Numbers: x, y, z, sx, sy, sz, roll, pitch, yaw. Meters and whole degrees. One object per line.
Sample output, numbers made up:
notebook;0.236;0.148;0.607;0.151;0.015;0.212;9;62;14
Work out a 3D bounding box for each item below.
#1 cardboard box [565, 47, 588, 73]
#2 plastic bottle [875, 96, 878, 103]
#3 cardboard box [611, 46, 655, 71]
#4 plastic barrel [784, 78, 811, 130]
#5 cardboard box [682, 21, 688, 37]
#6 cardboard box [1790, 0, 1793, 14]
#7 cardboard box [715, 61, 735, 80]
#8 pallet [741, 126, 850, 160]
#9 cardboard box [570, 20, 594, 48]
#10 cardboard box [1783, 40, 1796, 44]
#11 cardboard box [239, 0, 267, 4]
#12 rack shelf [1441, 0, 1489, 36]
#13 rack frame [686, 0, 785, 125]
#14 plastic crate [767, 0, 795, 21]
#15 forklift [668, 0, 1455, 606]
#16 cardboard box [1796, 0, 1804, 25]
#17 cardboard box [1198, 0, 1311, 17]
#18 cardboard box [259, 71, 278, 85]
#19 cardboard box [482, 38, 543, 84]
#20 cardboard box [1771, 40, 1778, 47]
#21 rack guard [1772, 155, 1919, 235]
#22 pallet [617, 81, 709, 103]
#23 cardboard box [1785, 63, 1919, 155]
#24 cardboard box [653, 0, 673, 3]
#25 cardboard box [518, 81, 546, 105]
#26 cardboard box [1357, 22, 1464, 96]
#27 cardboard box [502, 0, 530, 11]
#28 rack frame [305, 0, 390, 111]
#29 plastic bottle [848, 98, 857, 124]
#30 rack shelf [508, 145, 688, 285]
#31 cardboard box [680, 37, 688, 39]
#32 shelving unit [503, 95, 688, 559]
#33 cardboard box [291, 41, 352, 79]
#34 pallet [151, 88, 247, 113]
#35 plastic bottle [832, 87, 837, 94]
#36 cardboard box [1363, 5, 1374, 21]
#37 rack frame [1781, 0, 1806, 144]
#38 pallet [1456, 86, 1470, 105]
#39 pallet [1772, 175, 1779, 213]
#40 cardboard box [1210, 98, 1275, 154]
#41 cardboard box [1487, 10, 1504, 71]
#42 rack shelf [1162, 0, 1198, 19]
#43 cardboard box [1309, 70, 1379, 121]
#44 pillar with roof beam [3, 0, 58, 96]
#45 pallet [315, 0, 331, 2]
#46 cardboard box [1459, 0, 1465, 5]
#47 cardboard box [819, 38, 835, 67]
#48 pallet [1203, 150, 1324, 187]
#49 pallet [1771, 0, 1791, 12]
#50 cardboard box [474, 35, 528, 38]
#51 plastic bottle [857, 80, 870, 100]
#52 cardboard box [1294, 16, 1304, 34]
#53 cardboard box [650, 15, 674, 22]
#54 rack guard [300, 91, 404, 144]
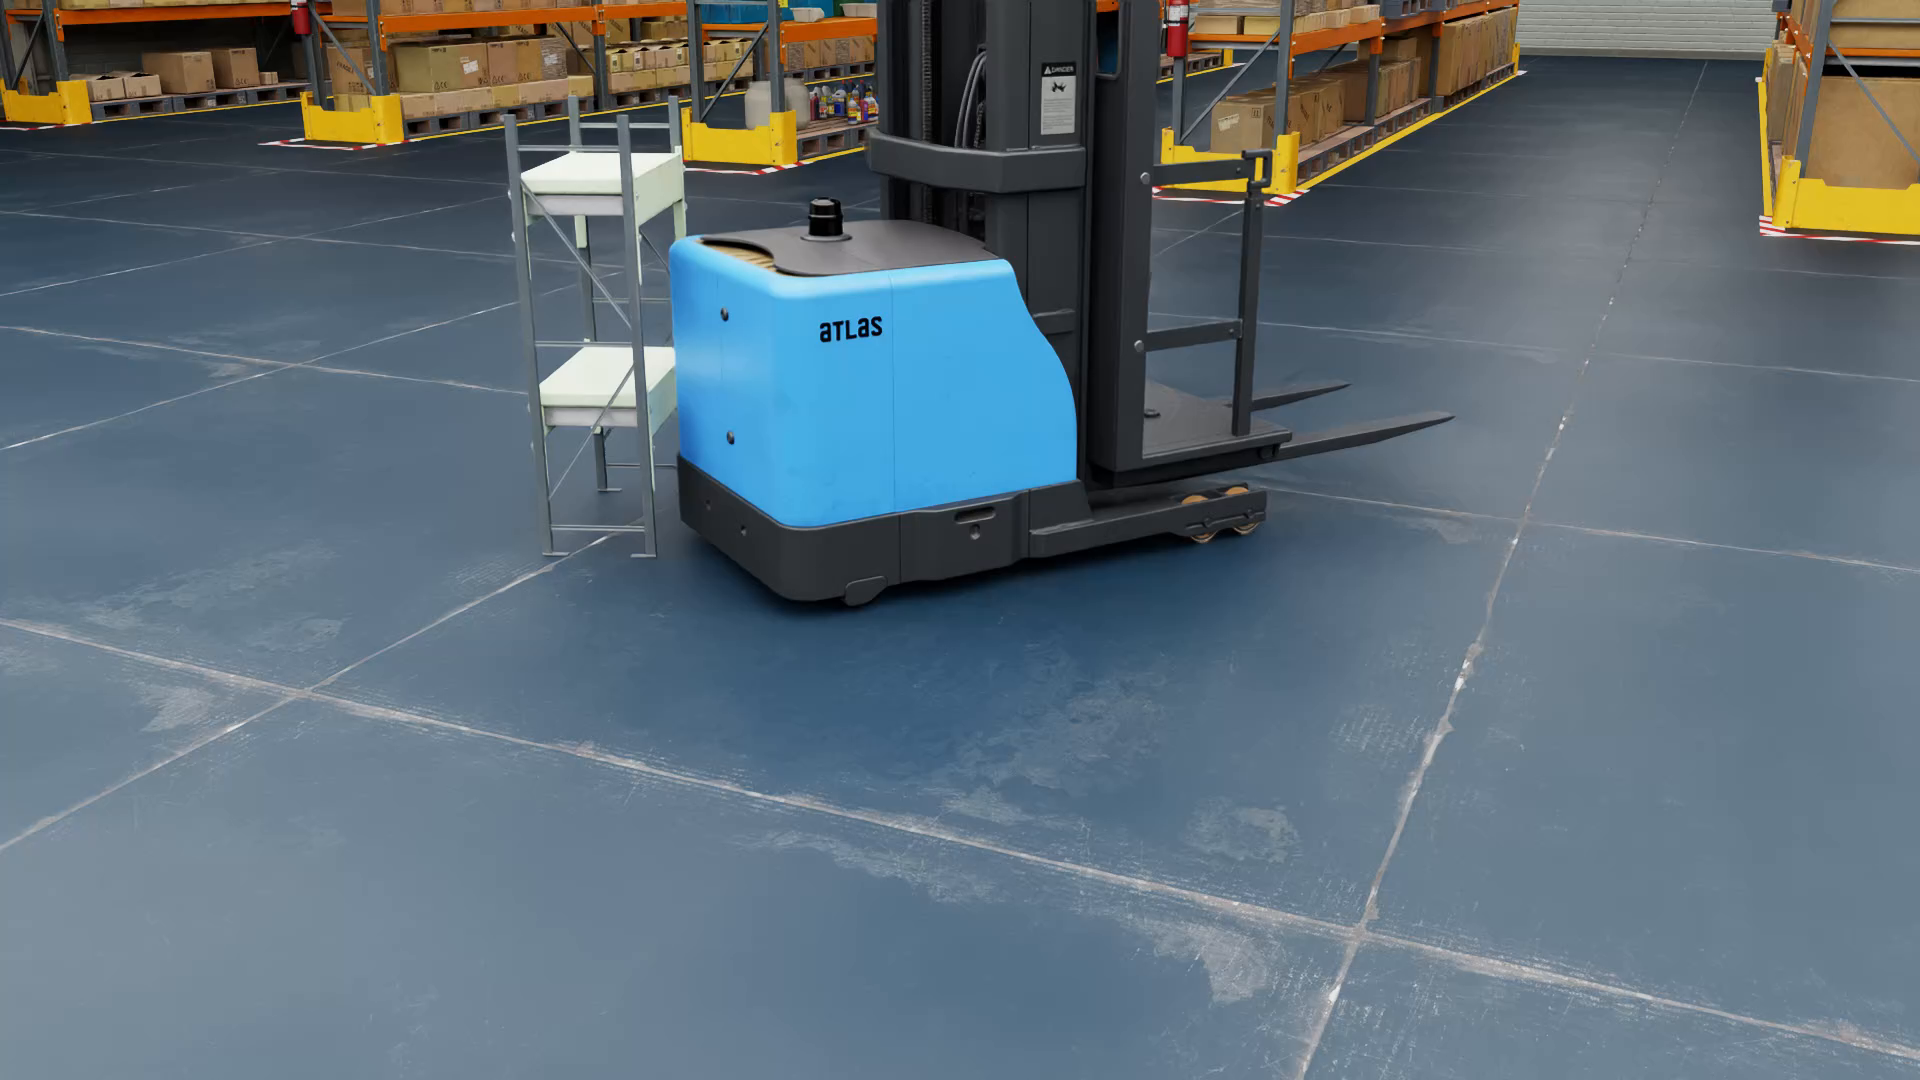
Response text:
cardboard box;-5.161;-6.410;22.156;0.500;0.311;0.500;9;21;23
plastic bottle;-0.894;-4.807;18.425;0.097;0.271;0.097;0;20;0
cardboard box;-4.459;-6.491;22.384;0.500;0.311;0.500;8;21;22
plastic barrel;-1.780;-4.567;17.421;0.421;0.512;0.421;0;20;0
cardboard box;-5.489;-9.749;32.008;0.700;0.500;0.500;9;22;24
cardboard box;9.663;-6.178;18.715;0.500;0.500;0.500;9;21;23
cardboard box;-3.628;-6.853;24.239;0.500;0.250;0.500;8;21;22
pallet;-1.860;-4.140;17.295;1.003;0.211;1.213;9;21;23
cardboard box;-6.819;-8.901;29.101;0.750;0.750;0.750;9;22;24
cardboard box;10.134;-5.850;19.925;0.500;0.250;0.500;8;21;21
cardboard box;-9.715;-7.360;22.381;0.500;0.250;0.500;9;21;23
rack shelf;6.428;-7.215;22.853;1.077;0.370;4.000;9;21;23
rack frame;-2.185;-5.177;16.048;1.000;3.000;0.127;9;21;23
plastic crate;-1.982;-5.498;17.175;0.499;0.251;0.408;9;21;23
forklift;0.526;-1.514;5.853;3.031;2.935;1.130;-11;22;-28
cardboard box;8.425;-5.252;16.110;0.500;0.500;0.500;8;21;22
cardboard box;2.583;-4.849;14.533;0.875;0.500;0.500;9;21;23
cardboard box;-9.778;-6.463;23.238;0.380;0.166;0.250;6;20;16
cardboard box;-5.472;-5.859;20.326;0.500;0.500;0.500;9;21;23
cardboard box;12.844;-7.698;25.878;0.380;0.149;0.250;8;21;20
rack guard;6.807;-2.600;12.535;1.175;0.500;0.348;9;21;23
pallet;-4.301;-6.371;23.569;1.003;0.211;1.213;9;21;23
cardboard box;7.393;-3.468;13.788;0.875;0.875;0.875;8;21;22
cardboard box;-4.315;-7.674;22.921;0.500;0.500;0.500;9;21;23
cardboard box;-5.461;-5.504;20.447;0.500;0.250;0.500;9;21;23
cardboard box;5.911;-6.347;21.884;1.225;0.875;0.875;8;21;20
cardboard box;-5.660;-6.676;20.114;0.700;0.500;0.500;9;21;24
rack frame;-6.703;-5.857;17.962;1.000;3.000;0.127;9;21;23
plastic bottle;-1.159;-4.610;17.870;0.097;0.271;0.097;0;20;0
rack shelf;-1.236;-1.140;5.770;0.431;0.370;0.720;1;20;3
cardboard box;-3.909;-7.350;24.799;0.500;0.311;0.500;9;22;25
shelving unit;-1.236;-0.772;5.901;0.431;1.500;0.755;1;20;3
cardboard box;-9.300;-7.016;24.293;0.700;0.500;0.500;9;22;25
pallet;-10.327;-5.860;22.133;1.003;0.211;1.213;9;21;23
plastic bottle;-1.440;-5.035;19.046;0.061;0.283;0.133;10;22;25
cardboard box;4.040;-5.420;17.108;0.380;0.149;0.250;9;21;23
rack frame;8.455;-5.008;15.575;1.000;3.000;0.127;9;21;23
pallet;6.502;-6.231;23.174;1.003;0.211;1.213;9;21;23
pallet;7.073;-2.727;13.321;1.003;0.211;1.213;9;21;23
cardboard box;2.604;-3.706;15.016;0.500;0.500;0.500;13;23;33
cardboard box;7.959;-7.828;26.048;0.875;0.875;0.875;9;21;23
rack shelf;3.547;-9.117;28.203;1.077;0.370;4.000;9;21;23
cardboard box;4.242;-4.934;18.440;0.700;0.500;0.500;7;21;19
pillar with roof beam;-7.799;-9.104;18.140;9.100;9.000;0.400;9;21;23
pallet;-9.140;-7.882;23.942;1.003;0.211;1.213;9;21;23
cardboard box;6.472;-7.416;22.196;0.500;0.500;0.500;8;21;22
cardboard box;-2.352;-7.906;26.797;0.500;0.500;0.500;8;21;21
pallet;2.729;-3.450;15.354;1.003;0.211;1.213;9;21;23
pallet;10.287;-6.373;19.699;1.213;0.211;1.003;9;21;23
cardboard box;-5.738;-6.083;20.955;0.500;0.500;0.500;9;21;23
plastic bottle;-1.125;-5.149;19.267;0.144;0.351;0.185;9;21;23
cardboard box;2.787;-4.507;14.540;0.380;0.149;0.250;9;21;23
cardboard box;-5.603;-9.824;31.252;0.380;0.149;0.250;9;22;25
rack guard;-6.713;-4.672;18.361;1.175;0.500;0.348;9;21;23
